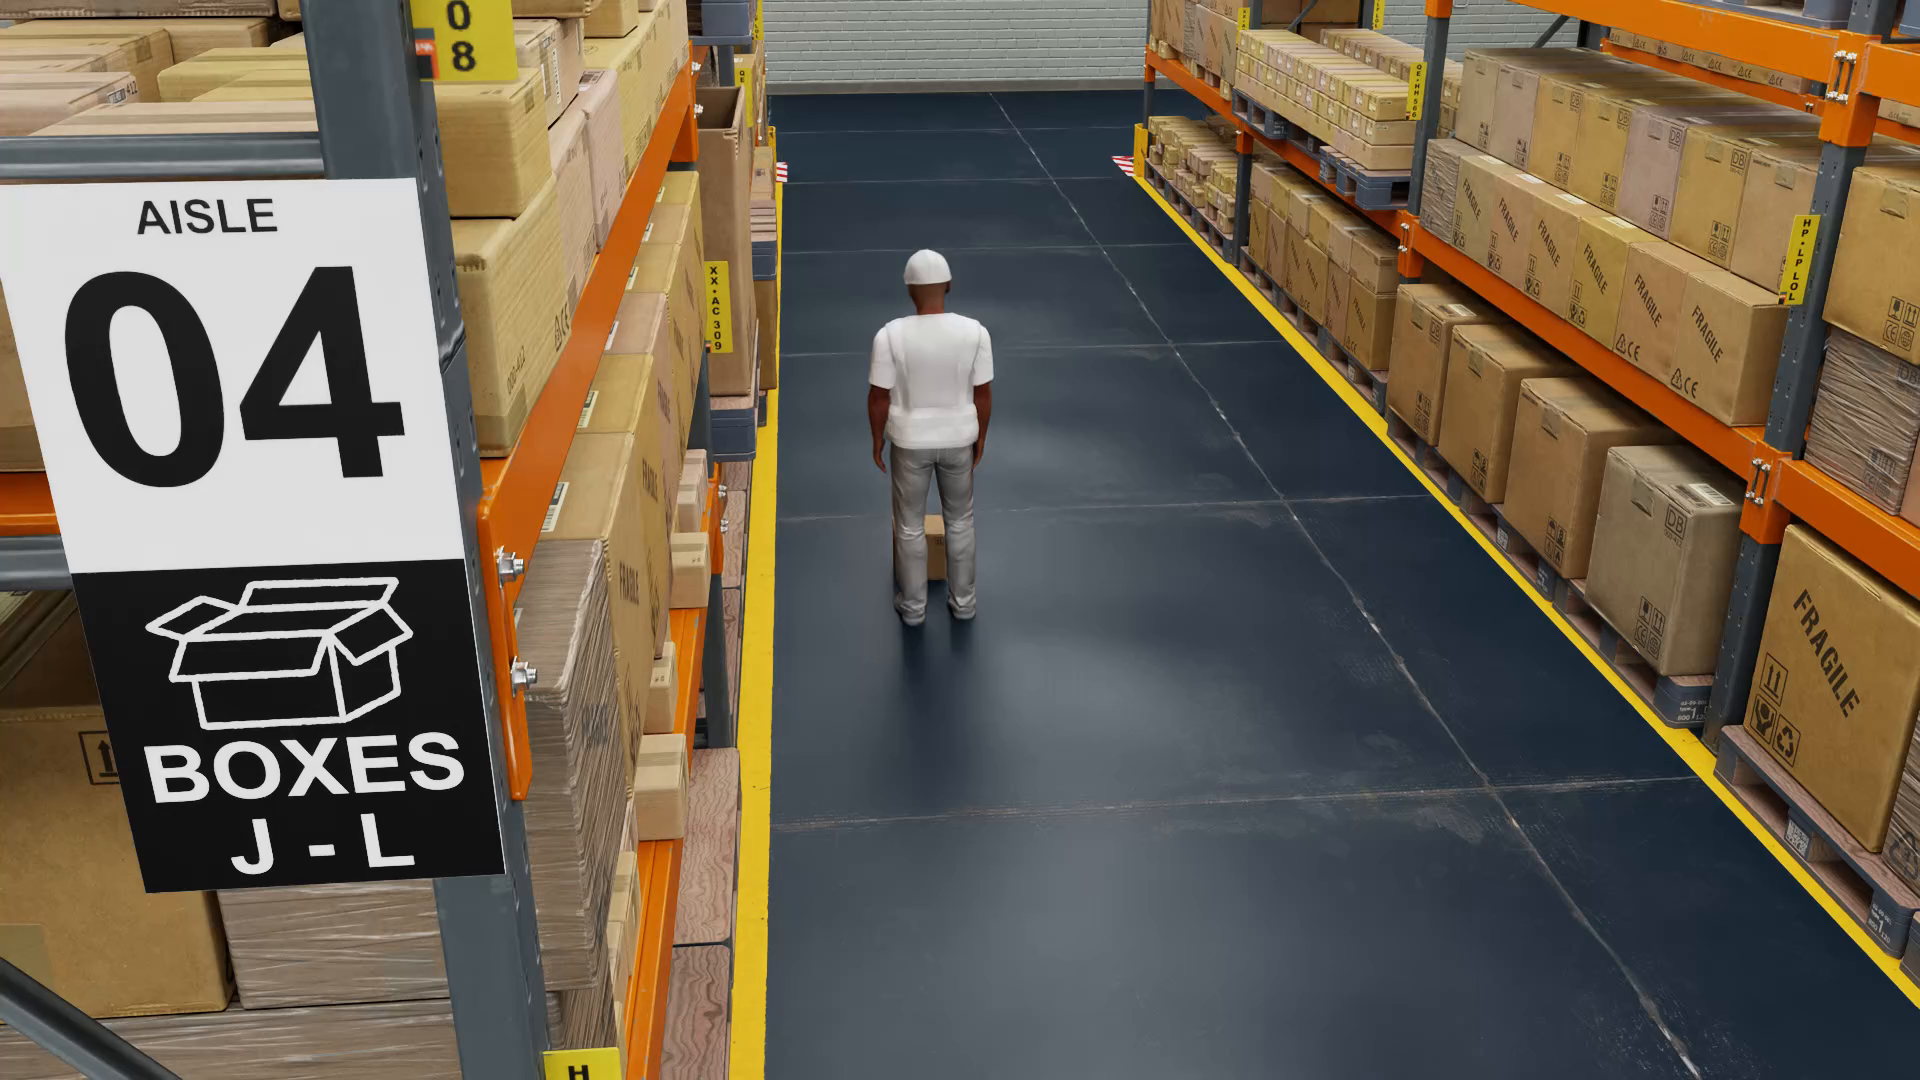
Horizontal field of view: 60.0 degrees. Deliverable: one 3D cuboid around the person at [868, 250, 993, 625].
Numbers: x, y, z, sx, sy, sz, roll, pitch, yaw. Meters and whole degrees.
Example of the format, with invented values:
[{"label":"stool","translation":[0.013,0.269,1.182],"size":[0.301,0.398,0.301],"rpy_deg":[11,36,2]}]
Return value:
[{"label":"person","translation":[-0.139,-0.463,7.633],"size":[0.565,1.763,0.367],"rpy_deg":[-3,24,-8]}]
